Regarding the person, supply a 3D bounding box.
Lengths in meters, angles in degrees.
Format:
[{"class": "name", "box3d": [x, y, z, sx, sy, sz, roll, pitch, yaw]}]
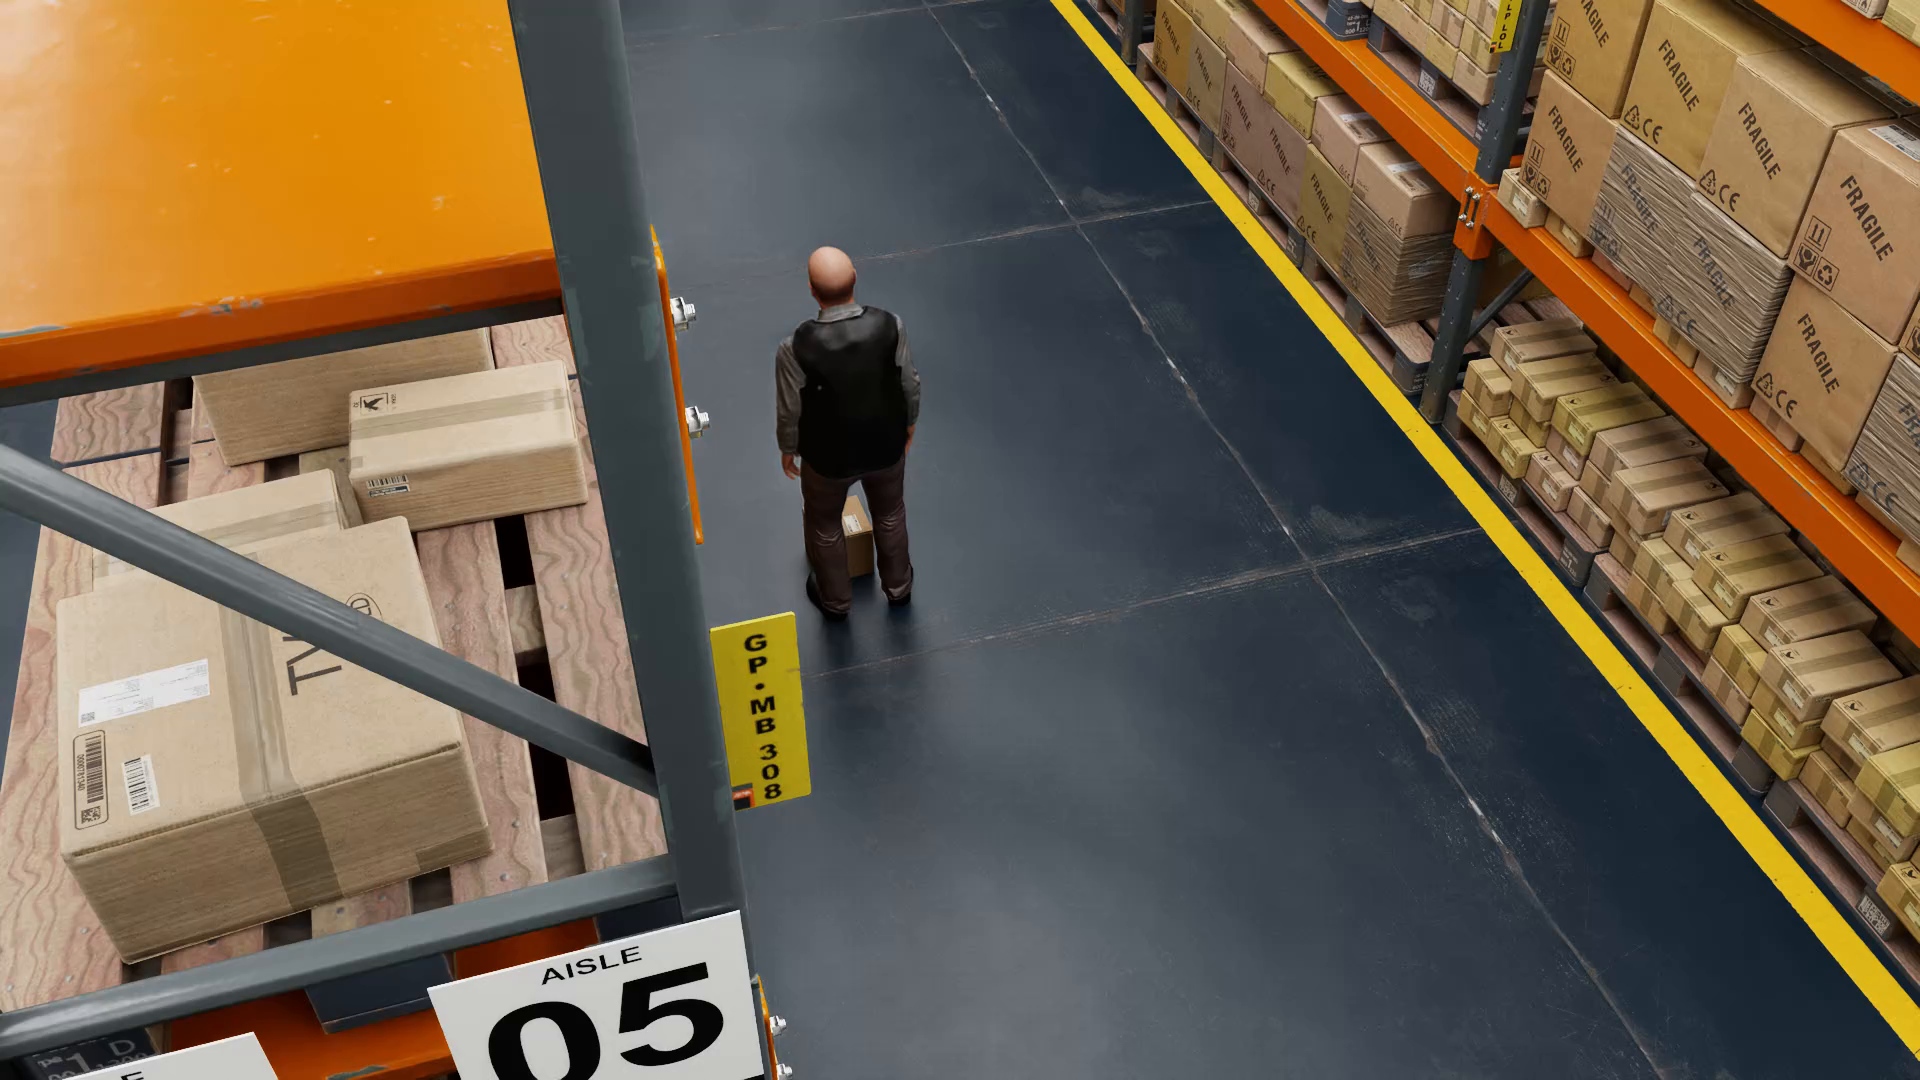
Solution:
[{"class": "person", "box3d": [-0.433, -0.371, 6.591, 0.581, 1.720, 0.423, -14, 44, -15]}]
